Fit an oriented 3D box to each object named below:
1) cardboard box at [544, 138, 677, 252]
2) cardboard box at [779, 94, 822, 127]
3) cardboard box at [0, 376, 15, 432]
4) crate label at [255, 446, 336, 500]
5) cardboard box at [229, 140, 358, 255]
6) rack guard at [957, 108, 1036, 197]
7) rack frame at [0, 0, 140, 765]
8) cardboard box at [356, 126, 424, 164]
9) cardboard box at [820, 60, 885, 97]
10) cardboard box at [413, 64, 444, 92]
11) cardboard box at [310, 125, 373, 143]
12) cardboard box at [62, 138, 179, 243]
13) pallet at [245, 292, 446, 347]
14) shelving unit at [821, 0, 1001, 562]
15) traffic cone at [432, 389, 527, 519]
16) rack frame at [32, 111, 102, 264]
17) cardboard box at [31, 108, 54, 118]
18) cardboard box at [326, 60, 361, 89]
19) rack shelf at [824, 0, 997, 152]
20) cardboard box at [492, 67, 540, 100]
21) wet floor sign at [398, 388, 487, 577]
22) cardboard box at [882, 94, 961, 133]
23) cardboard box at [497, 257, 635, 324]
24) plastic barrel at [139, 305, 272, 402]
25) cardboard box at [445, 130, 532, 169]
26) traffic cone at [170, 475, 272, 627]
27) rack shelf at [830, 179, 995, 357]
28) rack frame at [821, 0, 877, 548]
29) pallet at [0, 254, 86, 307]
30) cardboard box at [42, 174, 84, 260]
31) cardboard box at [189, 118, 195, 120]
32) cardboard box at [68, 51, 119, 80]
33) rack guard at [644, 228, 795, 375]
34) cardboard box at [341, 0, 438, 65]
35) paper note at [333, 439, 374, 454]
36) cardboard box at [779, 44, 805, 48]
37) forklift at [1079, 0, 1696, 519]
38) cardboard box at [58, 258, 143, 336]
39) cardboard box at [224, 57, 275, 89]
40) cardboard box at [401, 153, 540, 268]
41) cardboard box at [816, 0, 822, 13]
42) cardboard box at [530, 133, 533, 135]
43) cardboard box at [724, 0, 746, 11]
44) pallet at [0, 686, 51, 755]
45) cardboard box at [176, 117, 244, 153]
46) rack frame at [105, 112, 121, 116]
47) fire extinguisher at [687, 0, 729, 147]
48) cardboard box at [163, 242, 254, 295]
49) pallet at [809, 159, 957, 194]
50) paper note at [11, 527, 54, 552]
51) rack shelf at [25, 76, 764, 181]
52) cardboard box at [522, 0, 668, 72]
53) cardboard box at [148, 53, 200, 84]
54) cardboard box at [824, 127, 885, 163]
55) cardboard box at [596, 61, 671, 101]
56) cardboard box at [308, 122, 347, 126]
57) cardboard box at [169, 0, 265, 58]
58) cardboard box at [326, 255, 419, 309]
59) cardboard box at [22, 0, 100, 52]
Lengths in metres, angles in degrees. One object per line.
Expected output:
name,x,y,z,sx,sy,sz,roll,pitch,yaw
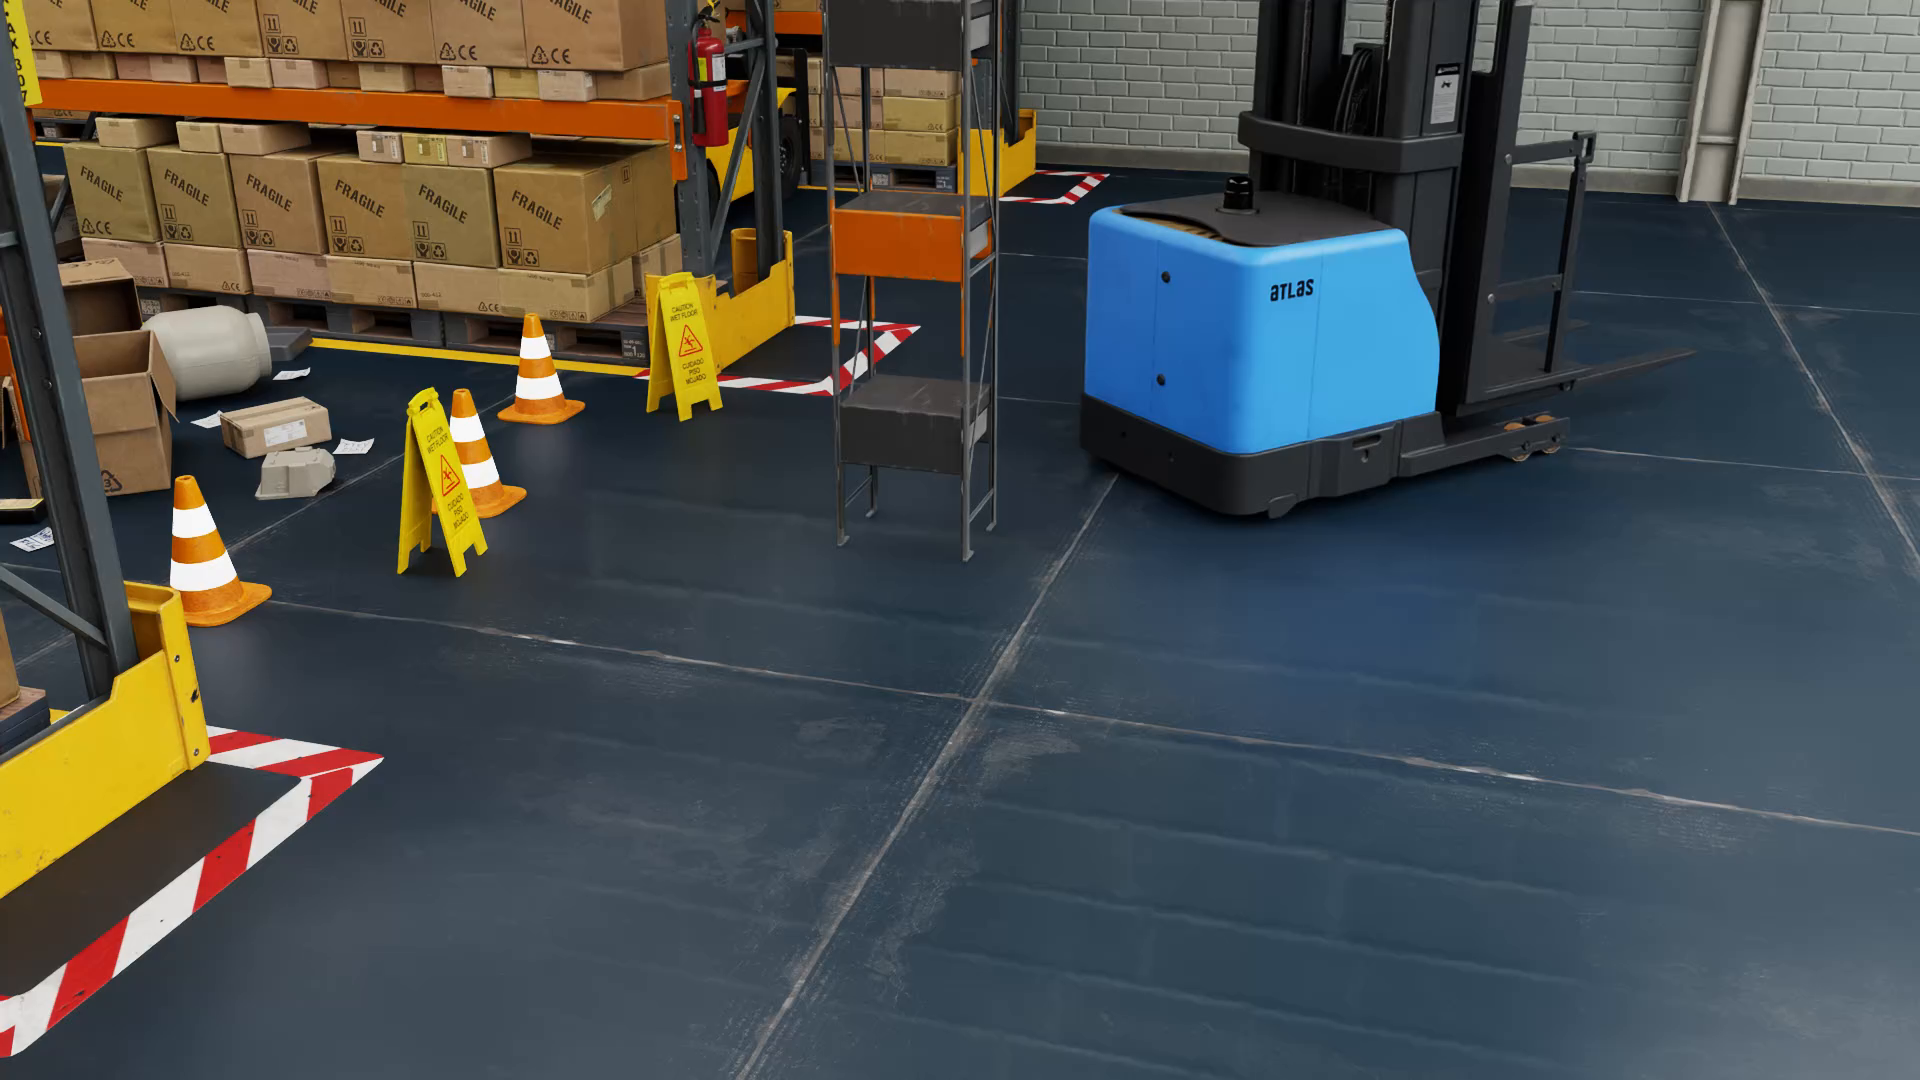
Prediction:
cardboard box,-1.871,-1.863,8.941,0.500,0.500,0.500,6,23,14
cardboard box,-1.259,-3.408,13.036,0.500,0.250,0.500,6,23,14
cardboard box,-4.466,-0.683,7.093,0.503,0.637,0.797,7,23,16
crate label,-2.706,-0.280,6.772,0.298,0.136,0.250,-5,23,-12
cardboard box,-3.486,-1.836,8.874,0.500,0.500,0.500,8,24,18
rack guard,0.298,-3.048,13.041,0.348,0.500,1.175,7,23,16
rack frame,-2.489,-0.593,3.764,0.127,3.000,1.000,7,23,16
cardboard box,-2.860,-2.039,8.516,0.250,0.149,0.380,8,23,18
cardboard box,-0.747,-3.582,12.803,0.500,0.250,0.500,7,23,16
cardboard box,-2.549,-2.370,8.425,0.250,0.149,0.380,7,23,16
cardboard box,-3.365,-2.032,9.354,0.500,0.500,0.500,8,24,18
cardboard box,-4.498,-1.948,9.147,0.500,0.500,0.500,8,24,18
pallet,-3.160,-1.357,9.301,1.213,0.211,1.003,7,23,16
shelving unit,-0.158,-0.990,5.916,0.503,2.100,0.431,7,23,16
traffic cone,-1.935,-0.367,6.555,0.334,0.463,0.336,7,23,16
rack frame,-4.985,-2.841,9.244,0.127,3.000,1.000,7,23,16
cardboard box,-8.327,-4.148,15.171,0.500,0.500,0.500,6,23,15
cardboard box,-3.033,-2.424,8.559,0.250,0.149,0.380,7,23,16
rack shelf,-0.158,-1.625,5.655,0.480,0.518,0.431,7,23,16
cardboard box,-2.089,-2.273,8.190,0.250,0.149,0.380,6,23,15
wet floor sign,-1.889,-0.220,5.957,0.232,0.644,0.267,3,22,6
cardboard box,-0.282,-3.300,12.773,0.500,0.250,0.500,6,23,15
cardboard box,-2.030,-1.318,8.601,0.500,0.250,0.500,6,23,15
plastic barrel,-3.570,-0.887,7.875,0.512,0.421,0.421,-14,26,-30
cardboard box,-2.369,-1.981,8.374,0.250,0.149,0.380,7,23,17
traffic cone,-2.587,0.006,5.645,0.334,0.463,0.336,7,23,16
rack shelf,-0.158,-0.977,5.921,0.480,0.518,0.431,7,23,16
rack frame,-0.392,-1.016,5.981,0.015,2.100,0.400,7,23,16
pallet,-5.731,-1.636,9.980,1.213,0.211,1.003,7,23,16
cardboard box,-5.488,-1.876,9.801,0.625,0.372,0.950,7,23,16
cardboard box,-4.341,-2.143,9.624,0.500,0.500,0.500,6,23,15
cardboard box,-4.519,-2.565,8.902,0.250,0.149,0.380,7,23,17
rack guard,-1.228,-1.255,8.670,0.348,0.500,1.175,7,23,16
cardboard box,-2.711,-2.659,8.275,0.500,0.500,0.500,6,23,15
paper note,-2.636,-0.410,7.228,0.142,0.019,0.148,-1,22,-3
cardboard box,-1.575,-3.884,13.538,0.500,0.250,0.500,6,23,14
forklift,2.026,-1.843,6.900,3.031,2.935,1.130,-14,26,-30
cardboard box,-4.352,-1.074,8.227,0.500,0.500,0.500,-14,26,-30
cardboard box,-3.554,-2.430,8.573,0.250,0.149,0.380,7,23,16
cardboard box,-2.499,-1.721,8.595,0.500,0.500,0.500,7,23,17
cardboard box,-0.766,-4.272,12.600,0.500,0.500,0.500,7,23,17
cardboard box,-3.187,-3.394,13.661,0.500,0.250,0.500,7,23,16
cardboard box,-1.742,-4.379,12.861,0.500,0.500,0.500,7,23,16
pallet,-3.277,0.638,4.437,1.213,0.211,1.003,7,23,15
cardboard box,-3.903,-2.157,8.802,0.250,0.149,0.380,7,23,18
rack frame,-7.384,-5.084,14.711,0.127,3.000,1.000,7,23,16
fire extinguisher,-1.179,-2.187,7.751,0.183,0.674,0.296,7,23,16
cardboard box,-3.984,-1.546,9.157,0.500,0.250,0.500,8,24,19
pallet,-0.470,-2.985,13.269,1.213,0.211,1.003,7,23,16
paper note,-3.460,-0.003,6.239,0.142,0.017,0.144,16,27,34
rack shelf,-3.070,-2.289,8.846,4.000,0.370,1.077,7,23,16
cardboard box,-1.755,-2.546,8.001,0.500,0.500,0.500,6,23,15
cardboard box,-4.030,-2.507,8.761,0.250,0.149,0.380,7,23,17
cardboard box,-0.740,-3.123,13.002,0.500,0.250,0.500,7,23,15
cardboard box,-1.575,-2.250,8.133,0.250,0.149,0.380,7,23,17
cardboard box,-5.519,-3.963,14.556,0.625,0.625,0.875,6,23,13
cardboard box,-3.680,-2.769,8.545,0.500,0.500,0.500,6,23,15
cardboard box,-3.003,-1.431,8.875,0.500,0.250,0.500,6,23,14
cardboard box,-4.644,-2.876,8.804,0.500,0.500,0.500,6,23,15
